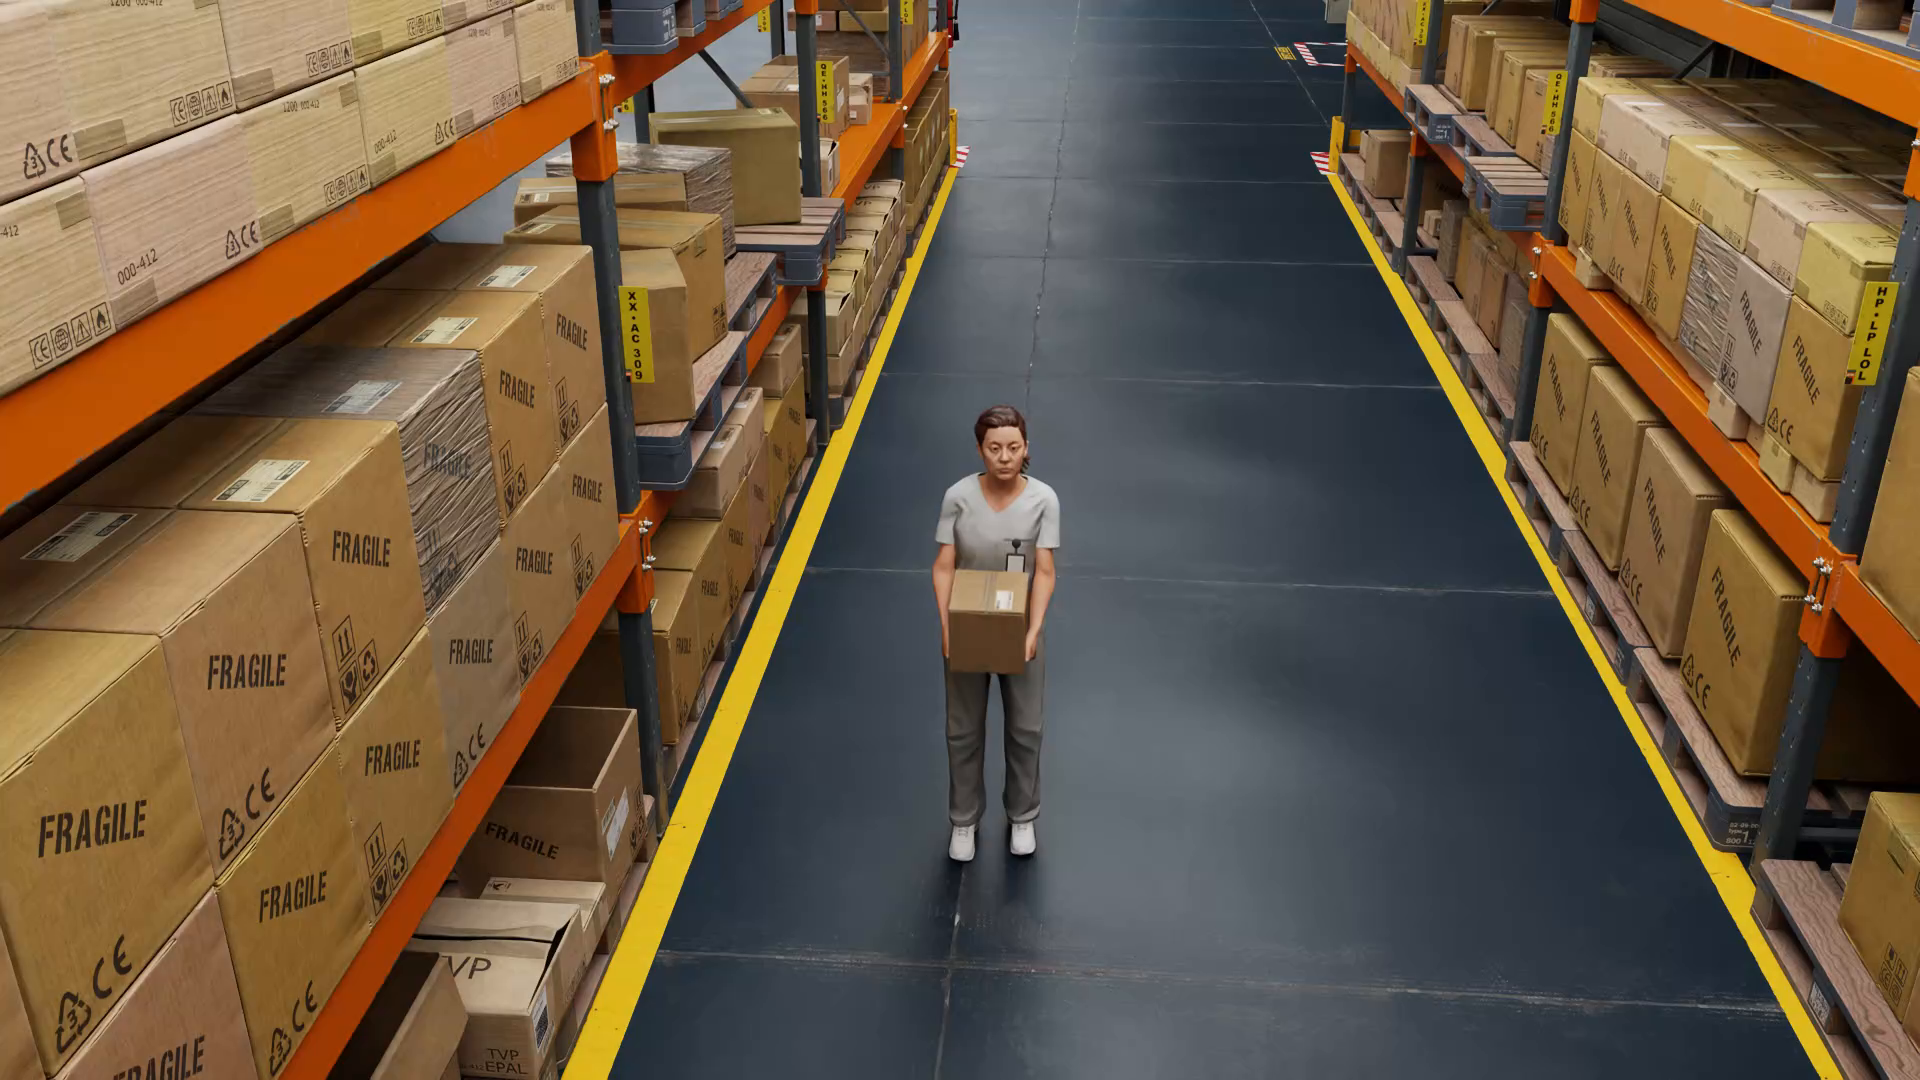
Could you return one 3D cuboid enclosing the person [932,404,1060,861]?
[{"bbox_3d":[0.121,0.358,5.840,0.437,1.665,0.549,2,25,5],"label":"person"}]
